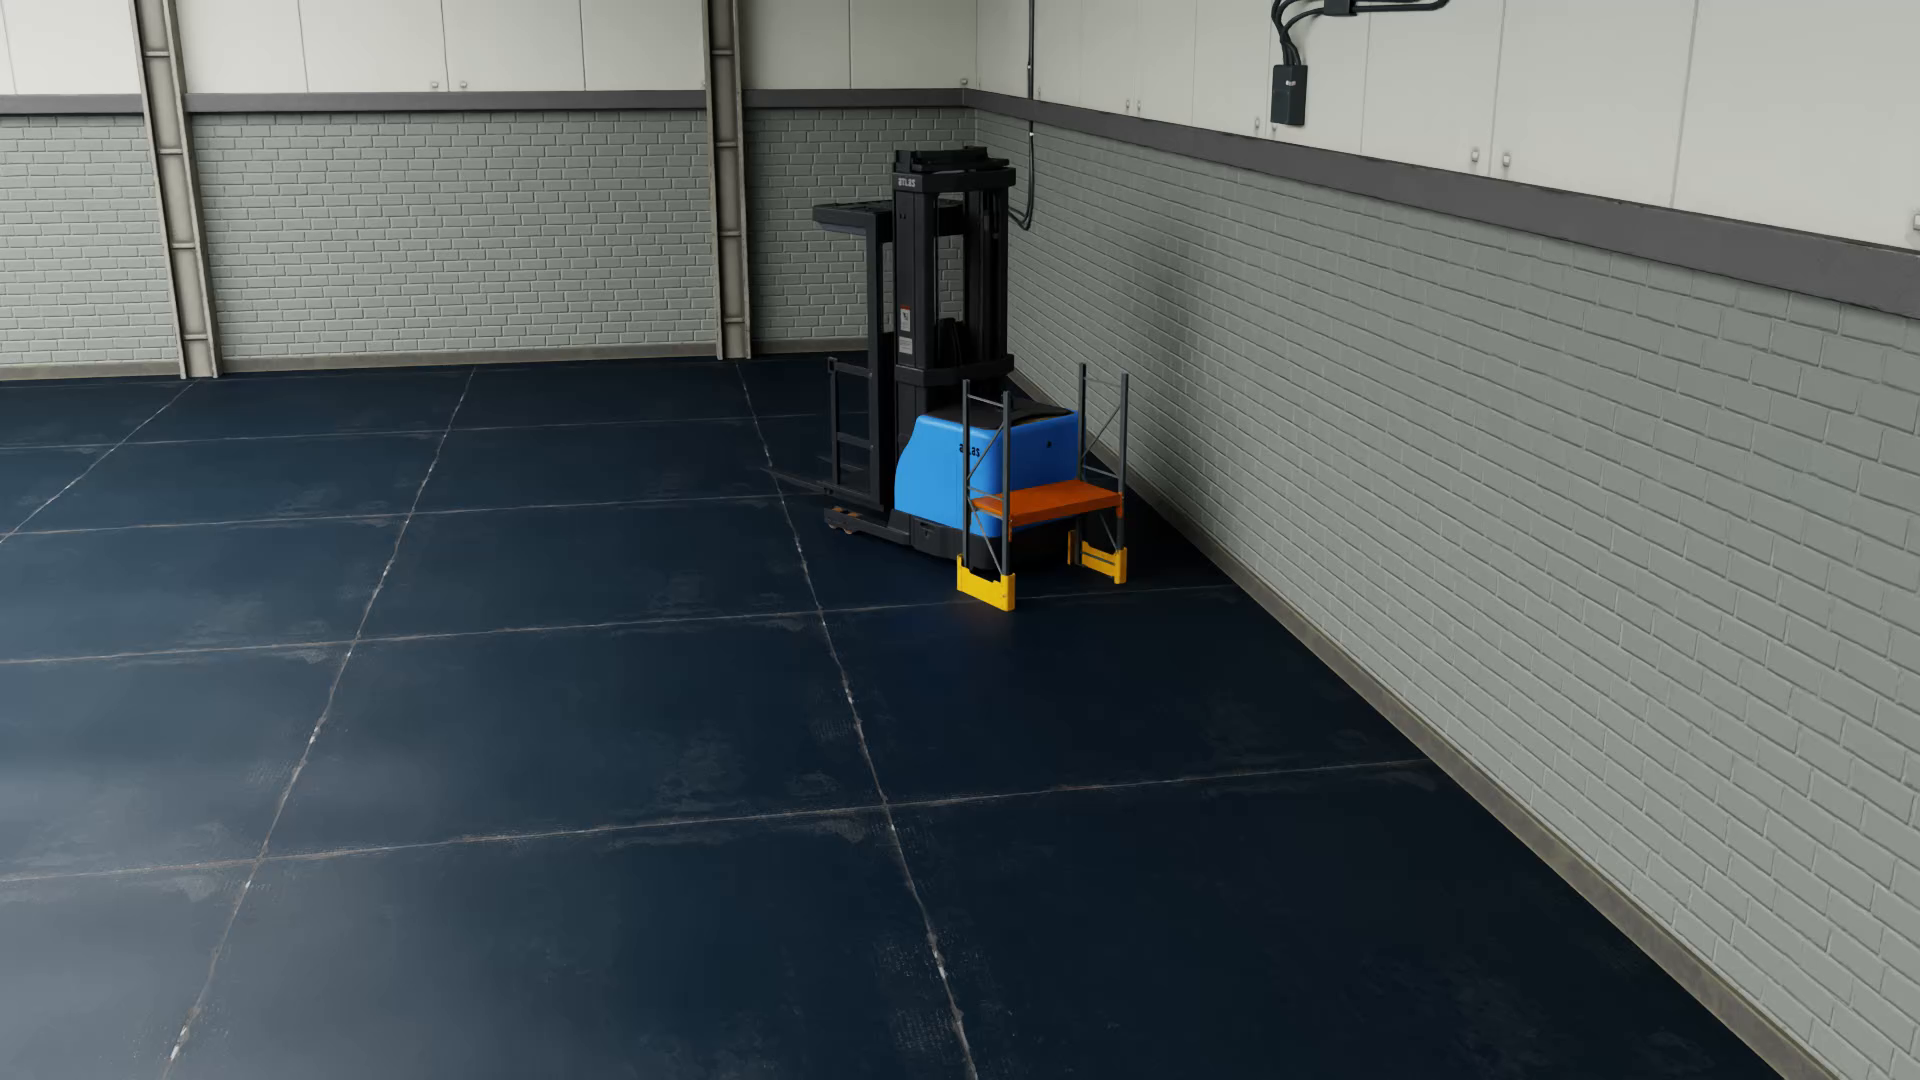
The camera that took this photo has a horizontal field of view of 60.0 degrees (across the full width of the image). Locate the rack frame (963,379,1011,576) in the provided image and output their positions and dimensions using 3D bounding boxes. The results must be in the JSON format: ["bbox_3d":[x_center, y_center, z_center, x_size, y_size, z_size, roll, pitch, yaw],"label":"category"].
[{"bbox_3d":[0.176,-0.309,11.265,0.032,1.500,0.500,-12,21,-34],"label":"rack frame"}]

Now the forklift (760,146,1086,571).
[{"bbox_3d":[-0.420,-1.536,12.821,1.130,2.935,3.031,-15,23,-40],"label":"forklift"}]

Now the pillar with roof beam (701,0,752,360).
[{"bbox_3d":[-1.899,-5.265,14.627,0.400,9.000,9.100,-3,17,-10],"label":"pillar with roof beam"}]

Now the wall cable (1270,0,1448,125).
[{"bbox_3d":[2.213,-5.177,8.548,0.169,6.003,2.305,-3,17,-10],"label":"wall cable"}]

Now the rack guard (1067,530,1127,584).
[{"bbox_3d":[0.987,0.118,12.003,0.087,0.250,0.587,-12,21,-34],"label":"rack guard"}]

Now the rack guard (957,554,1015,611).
[{"bbox_3d":[0.177,0.288,11.449,0.087,0.250,0.587,-12,21,-34],"label":"rack guard"}]

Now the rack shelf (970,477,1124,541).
[{"bbox_3d":[0.589,-0.224,11.600,1.000,0.185,0.538,-12,21,-34],"label":"rack shelf"}]

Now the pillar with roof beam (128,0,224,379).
[{"bbox_3d":[-7.790,-4.931,13.539,0.400,9.000,9.100,-3,17,-10],"label":"pillar with roof beam"}]

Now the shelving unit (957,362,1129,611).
[{"bbox_3d":[0.582,-0.395,11.543,1.083,1.500,0.587,-12,21,-34],"label":"shelving unit"}]

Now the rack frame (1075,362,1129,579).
[{"bbox_3d":[1.003,-0.483,11.830,0.032,1.500,0.500,-12,21,-34],"label":"rack frame"}]

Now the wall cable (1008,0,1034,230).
[{"bbox_3d":[0.428,-4.805,18.416,0.112,2.526,3.097,-3,17,-10],"label":"wall cable"}]
